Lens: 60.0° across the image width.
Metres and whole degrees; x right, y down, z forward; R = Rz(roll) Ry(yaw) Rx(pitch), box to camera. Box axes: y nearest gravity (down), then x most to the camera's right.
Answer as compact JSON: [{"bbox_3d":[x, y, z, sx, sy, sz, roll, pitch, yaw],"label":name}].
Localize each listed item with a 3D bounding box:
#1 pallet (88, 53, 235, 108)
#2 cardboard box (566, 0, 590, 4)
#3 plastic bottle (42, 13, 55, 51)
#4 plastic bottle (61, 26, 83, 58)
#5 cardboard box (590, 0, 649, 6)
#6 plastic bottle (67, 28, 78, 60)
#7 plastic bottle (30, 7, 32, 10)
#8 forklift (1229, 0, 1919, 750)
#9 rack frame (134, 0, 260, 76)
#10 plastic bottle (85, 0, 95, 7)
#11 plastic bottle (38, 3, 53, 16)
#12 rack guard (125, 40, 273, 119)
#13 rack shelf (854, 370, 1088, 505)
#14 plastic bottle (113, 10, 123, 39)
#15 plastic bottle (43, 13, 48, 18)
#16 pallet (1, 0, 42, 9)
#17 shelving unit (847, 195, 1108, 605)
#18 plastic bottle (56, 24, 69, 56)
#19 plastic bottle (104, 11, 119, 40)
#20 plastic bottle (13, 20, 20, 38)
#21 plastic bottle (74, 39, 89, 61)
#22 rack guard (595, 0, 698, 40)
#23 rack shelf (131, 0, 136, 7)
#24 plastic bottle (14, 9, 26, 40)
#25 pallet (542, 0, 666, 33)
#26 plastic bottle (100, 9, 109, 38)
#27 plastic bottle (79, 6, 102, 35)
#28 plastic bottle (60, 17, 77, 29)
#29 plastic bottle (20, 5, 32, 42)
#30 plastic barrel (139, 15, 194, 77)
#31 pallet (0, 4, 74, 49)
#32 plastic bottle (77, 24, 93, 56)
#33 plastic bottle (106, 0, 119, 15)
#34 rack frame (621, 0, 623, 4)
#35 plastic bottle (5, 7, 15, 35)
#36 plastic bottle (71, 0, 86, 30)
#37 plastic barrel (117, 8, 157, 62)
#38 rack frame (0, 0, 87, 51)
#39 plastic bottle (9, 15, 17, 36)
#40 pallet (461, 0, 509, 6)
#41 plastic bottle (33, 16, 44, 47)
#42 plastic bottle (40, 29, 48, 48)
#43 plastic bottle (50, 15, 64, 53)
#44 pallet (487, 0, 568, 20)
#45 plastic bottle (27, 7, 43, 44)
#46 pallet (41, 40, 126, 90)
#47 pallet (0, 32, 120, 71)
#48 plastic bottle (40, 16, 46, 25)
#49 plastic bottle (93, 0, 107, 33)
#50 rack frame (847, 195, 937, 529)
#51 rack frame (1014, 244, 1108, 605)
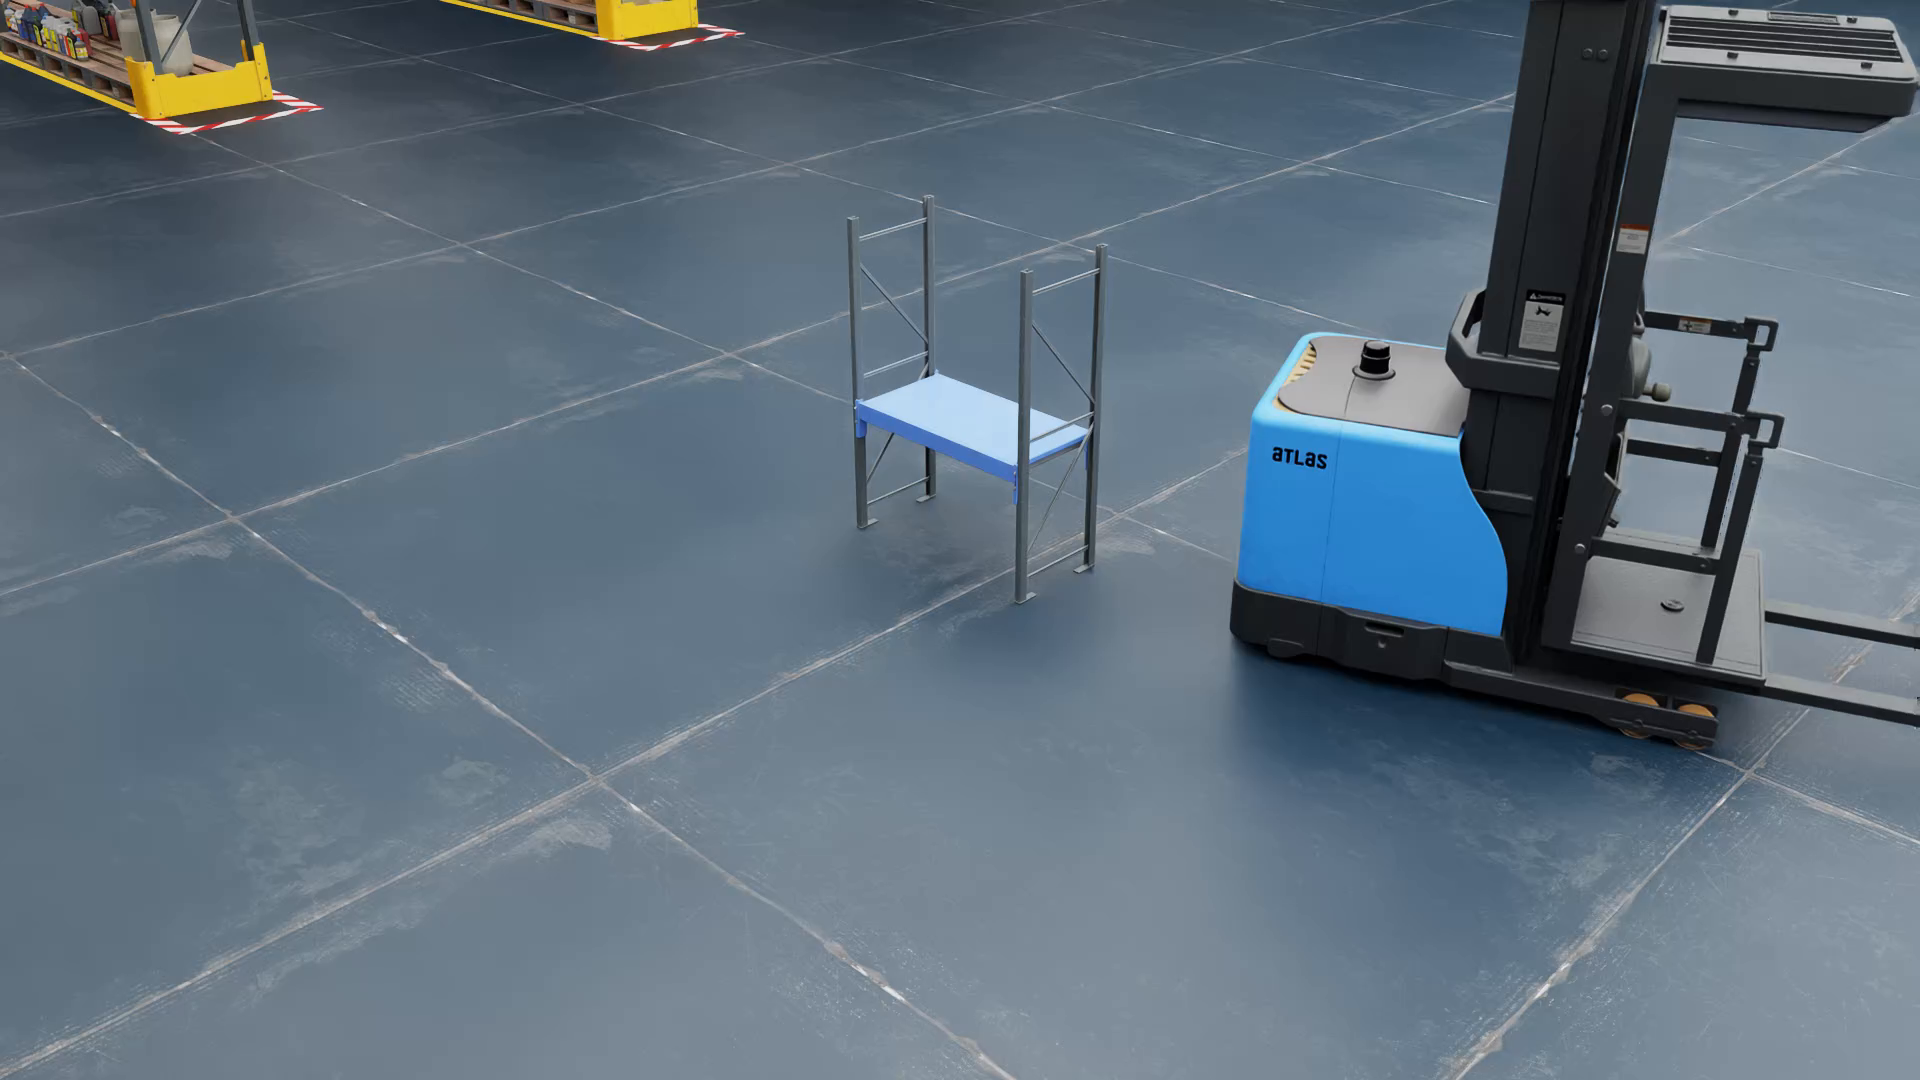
[{"bbox_3d":[-7.544,-4.374,15.841,1.213,0.211,1.003,25,36,38],"label":"pallet"},{"bbox_3d":[-4.293,-6.448,19.024,0.500,0.500,0.500,-15,31,-27],"label":"cardboard box"},{"bbox_3d":[-9.011,-5.058,16.519,0.185,0.351,0.144,24,36,38],"label":"plastic bottle"},{"bbox_3d":[-8.659,-4.866,16.235,0.135,0.276,0.152,25,37,39],"label":"plastic bottle"},{"bbox_3d":[-3.842,-6.264,18.675,0.500,0.500,0.500,-18,33,-30],"label":"cardboard box"},{"bbox_3d":[-8.594,-4.810,16.121,0.061,0.283,0.133,-24,36,-38],"label":"plastic bottle"},{"bbox_3d":[-9.490,-5.319,17.089,0.133,0.283,0.061,25,36,38],"label":"plastic bottle"},{"bbox_3d":[2.685,-0.791,6.104,3.031,2.935,1.130,11,30,20],"label":"forklift"},{"bbox_3d":[-6.881,-5.332,14.667,0.127,3.000,1.000,25,36,38],"label":"rack frame"},{"bbox_3d":[-9.072,-5.545,17.445,0.185,0.351,0.144,23,36,37],"label":"plastic bottle"},{"bbox_3d":[-9.348,-5.306,16.991,0.185,0.351,0.144,25,36,38],"label":"plastic bottle"},{"bbox_3d":[-6.968,-4.235,15.266,0.348,0.500,1.175,25,36,38],"label":"rack guard"},{"bbox_3d":[0.061,-0.477,7.432,1.000,0.185,0.538,25,36,38],"label":"rack shelf"},{"bbox_3d":[-8.592,-5.289,17.040,0.152,0.276,0.135,-25,36,-38],"label":"plastic bottle"},{"bbox_3d":[-9.261,-5.216,16.905,0.097,0.271,0.097,0,28,0],"label":"plastic bottle"},{"bbox_3d":[-11.195,-6.044,19.018,1.213,0.211,1.003,25,36,38],"label":"pallet"},{"bbox_3d":[0.061,-0.636,7.348,1.048,1.500,0.538,25,36,38],"label":"shelving unit"},{"bbox_3d":[-8.758,-4.911,16.321,0.135,0.276,0.152,23,36,37],"label":"plastic bottle"},{"bbox_3d":[-8.666,-5.257,16.971,0.133,0.283,0.061,25,36,38],"label":"plastic bottle"},{"bbox_3d":[-9.669,-5.277,17.097,0.097,0.201,0.097,0,28,0],"label":"plastic bottle"},{"bbox_3d":[-8.498,-4.742,16.079,0.097,0.201,0.097,0,28,0],"label":"plastic bottle"},{"bbox_3d":[-3.463,-5.894,18.422,0.348,0.500,1.175,25,36,38],"label":"rack guard"},{"bbox_3d":[-8.307,-5.666,16.075,4.000,0.370,1.077,25,36,38],"label":"rack shelf"},{"bbox_3d":[-9.564,-5.280,17.023,0.152,0.276,0.135,-24,36,-37],"label":"plastic bottle"},{"bbox_3d":[-4.018,-6.043,19.015,1.213,0.211,1.003,25,36,38],"label":"pallet"},{"bbox_3d":[-8.759,-5.304,17.061,0.133,0.283,0.061,25,36,38],"label":"plastic bottle"},{"bbox_3d":[-9.021,-5.392,17.235,0.135,0.276,0.152,25,36,38],"label":"plastic bottle"},{"bbox_3d":[-8.925,-5.082,16.646,0.135,0.276,0.152,25,36,38],"label":"plastic bottle"},{"bbox_3d":[-9.449,-5.258,16.900,0.144,0.351,0.185,-24,36,-38],"label":"plastic bottle"},{"bbox_3d":[-7.404,-4.606,15.508,0.421,0.512,0.421,0,28,0],"label":"plastic barrel"},{"bbox_3d":[-10.321,-5.646,18.261,1.213,0.211,1.003,25,36,38],"label":"pallet"},{"bbox_3d":[-8.585,-4.905,16.301,0.133,0.283,0.061,25,36,38],"label":"plastic bottle"},{"bbox_3d":[-8.705,-5.377,17.126,0.185,0.351,0.144,24,36,38],"label":"plastic bottle"},{"bbox_3d":[-3.409,-6.975,17.793,0.127,3.000,1.000,25,36,38],"label":"rack frame"},{"bbox_3d":[-9.814,-5.375,17.207,0.097,0.271,0.097,0,28,0],"label":"plastic bottle"},{"bbox_3d":[-9.173,-5.497,17.354,0.185,0.351,0.144,25,36,38],"label":"plastic bottle"},{"bbox_3d":[-7.762,-4.769,15.819,0.421,0.512,0.421,0,28,0],"label":"plastic barrel"},{"bbox_3d":[-9.734,-6.637,17.149,0.127,3.000,1.000,25,36,38],"label":"rack frame"},{"bbox_3d":[-9.741,-5.310,17.160,0.097,0.201,0.097,0,28,0],"label":"plastic bottle"},{"bbox_3d":[-5.757,-6.839,20.530,1.213,0.211,1.003,25,36,38],"label":"pallet"},{"bbox_3d":[-9.226,-5.099,16.670,0.061,0.283,0.133,-23,36,-37],"label":"plastic bottle"},{"bbox_3d":[-9.129,-5.030,16.627,0.097,0.201,0.097,0,28,0],"label":"plastic bottle"},{"bbox_3d":[-8.879,-4.997,16.404,0.144,0.351,0.185,-24,36,-37],"label":"plastic bottle"},{"bbox_3d":[-4.883,-6.441,19.772,1.213,0.211,1.003,25,36,38],"label":"pallet"},{"bbox_3d":[-9.314,-5.197,16.783,0.185,0.351,0.144,23,35,36],"label":"plastic bottle"},{"bbox_3d":[-8.410,-4.772,16.598,1.213,0.211,1.003,25,36,38],"label":"pallet"},{"bbox_3d":[-9.284,-5.170,17.355,1.213,0.211,1.003,25,36,38],"label":"pallet"},{"bbox_3d":[-9.183,-5.126,16.734,0.097,0.271,0.097,0,28,0],"label":"plastic bottle"},{"bbox_3d":[-8.935,-5.482,17.326,0.185,0.351,0.144,22,35,36],"label":"plastic bottle"},{"bbox_3d":[-0.302,-0.802,7.663,0.032,1.500,0.500,25,36,38],"label":"rack frame"},{"bbox_3d":[0.423,-0.470,7.033,0.032,1.500,0.500,25,36,38],"label":"rack frame"}]
